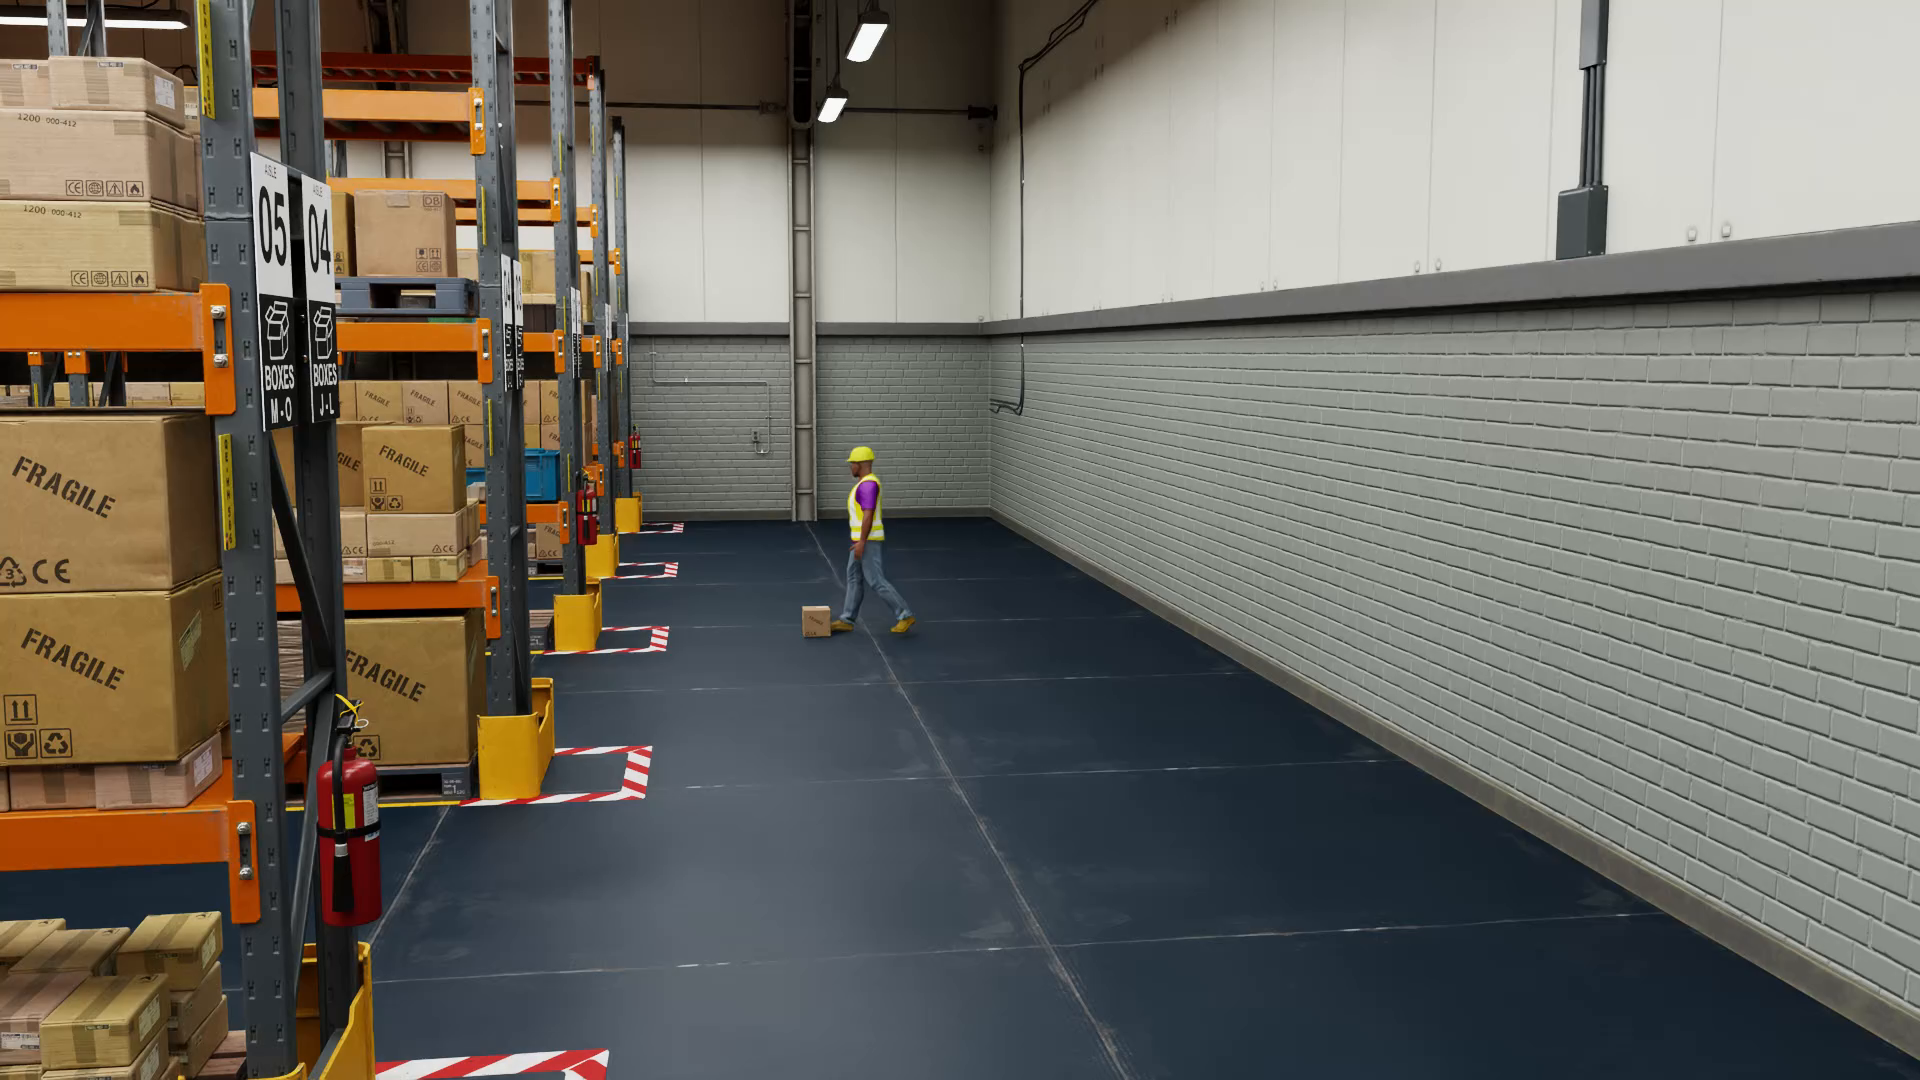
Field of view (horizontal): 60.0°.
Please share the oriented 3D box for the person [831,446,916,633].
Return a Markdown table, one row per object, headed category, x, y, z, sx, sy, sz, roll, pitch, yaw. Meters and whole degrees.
| category | x | y | z | sx | sy | sz | roll | pitch | yaw |
| --- | --- | --- | --- | --- | --- | --- | --- | --- | --- |
| person | -0.863 | 0.005 | 15.564 | 0.871 | 1.755 | 0.645 | -1 | 6 | -7 |
